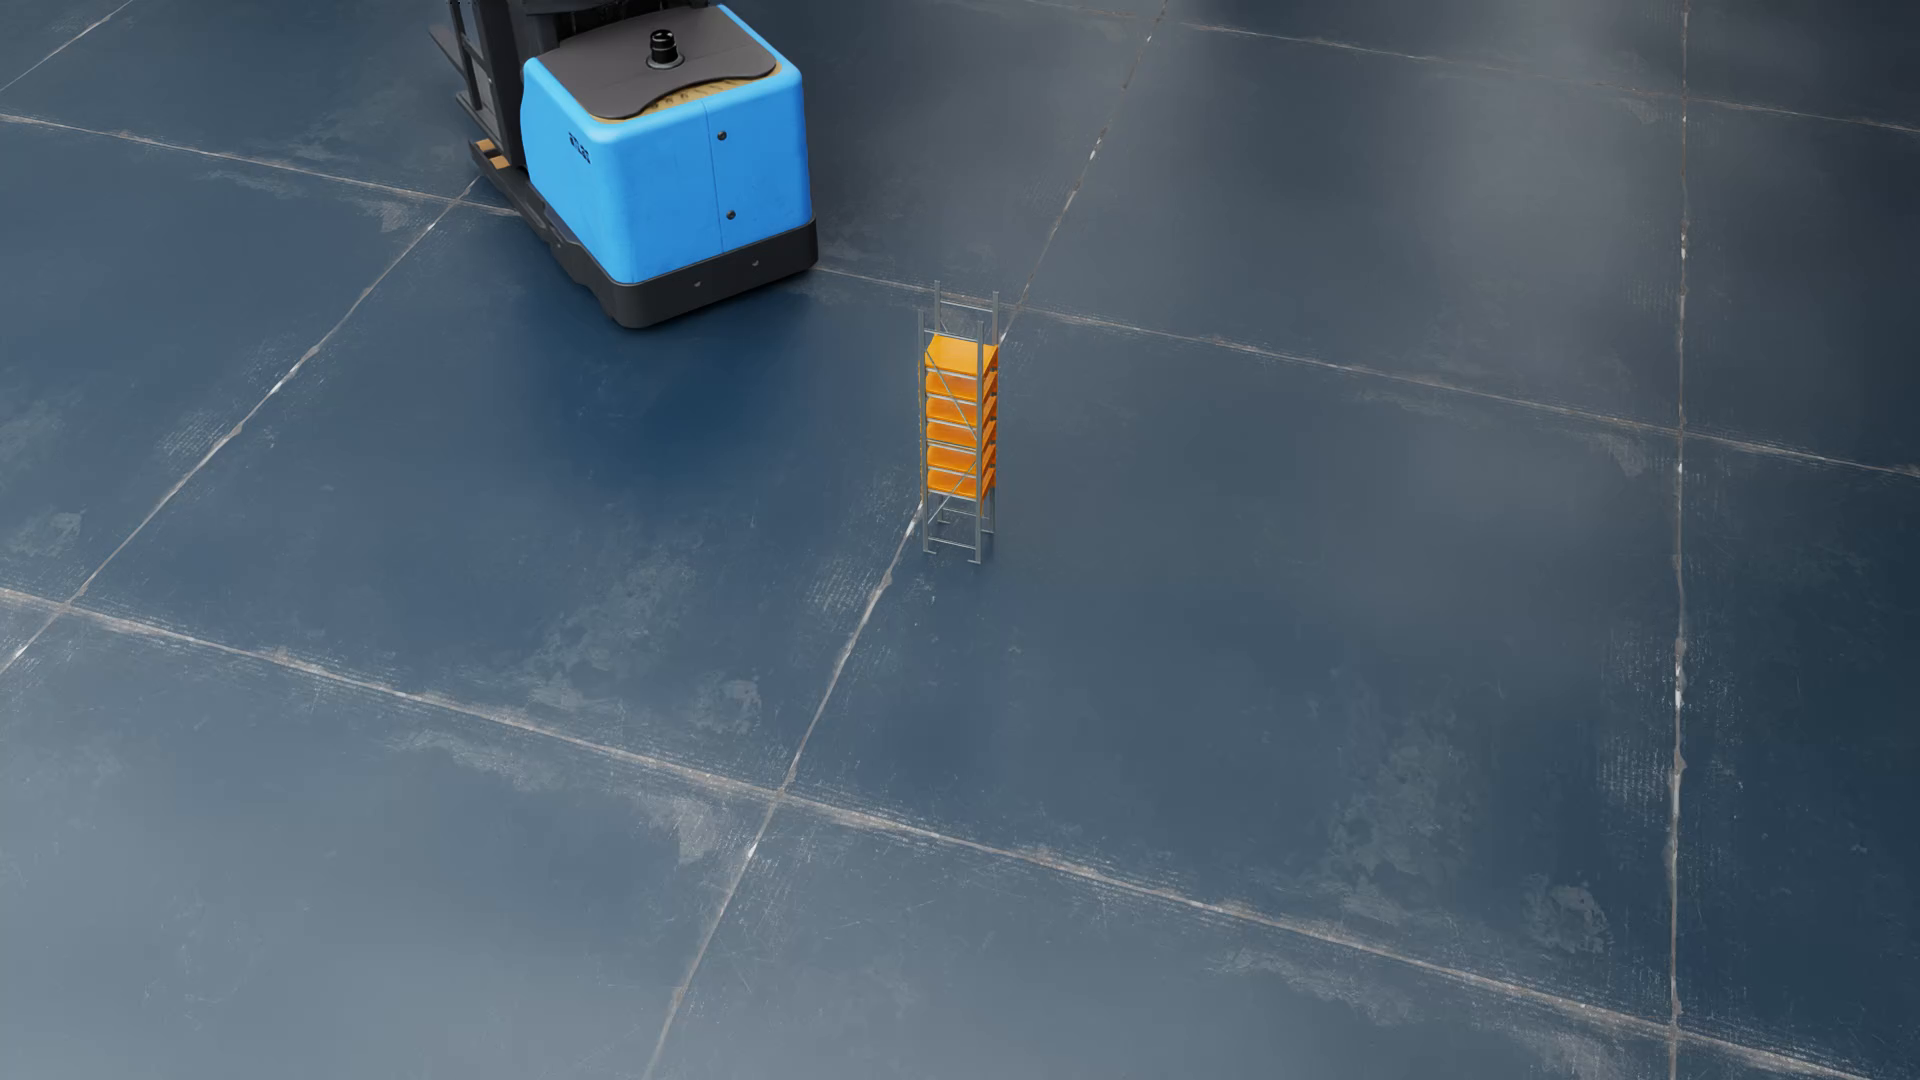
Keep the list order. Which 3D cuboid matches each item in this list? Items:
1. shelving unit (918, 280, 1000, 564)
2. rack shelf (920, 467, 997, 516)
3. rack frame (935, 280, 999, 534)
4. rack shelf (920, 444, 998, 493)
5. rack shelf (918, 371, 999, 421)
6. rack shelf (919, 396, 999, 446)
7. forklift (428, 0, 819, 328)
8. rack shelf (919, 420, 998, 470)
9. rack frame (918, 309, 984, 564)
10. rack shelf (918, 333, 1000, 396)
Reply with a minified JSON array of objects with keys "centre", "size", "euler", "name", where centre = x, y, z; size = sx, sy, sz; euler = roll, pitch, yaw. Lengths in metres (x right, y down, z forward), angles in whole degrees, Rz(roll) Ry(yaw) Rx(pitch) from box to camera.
[{"centre":[-0.004,-0.419,6.321],"size":[0.258,1.200,0.189],"euler":[13,46,12],"name":"shelving unit"},{"centre":[-0.004,-0.216,6.519],"size":[0.258,0.103,0.180],"euler":[13,46,12],"name":"rack shelf"},{"centre":[0.023,-0.480,6.383],"size":[0.240,1.200,0.006],"euler":[13,46,12],"name":"rack frame"},{"centre":[-0.004,-0.302,6.436],"size":[0.258,0.103,0.180],"euler":[13,46,12],"name":"rack shelf"},{"centre":[-0.004,-0.559,6.184],"size":[0.258,0.103,0.180],"euler":[13,46,12],"name":"rack shelf"},{"centre":[-0.004,-0.473,6.268],"size":[0.258,0.103,0.180],"euler":[13,46,12],"name":"rack shelf"},{"centre":[-1.905,-3.029,7.750],"size":[1.130,2.935,3.031],"euler":[-24,49,-23],"name":"forklift"},{"centre":[-0.004,-0.387,6.352],"size":[0.258,0.103,0.180],"euler":[13,46,12],"name":"rack shelf"},{"centre":[-0.032,-0.358,6.258],"size":[0.240,1.200,0.006],"euler":[13,46,12],"name":"rack frame"},{"centre":[-0.004,-0.645,6.100],"size":[0.258,0.103,0.180],"euler":[13,46,12],"name":"rack shelf"}]
